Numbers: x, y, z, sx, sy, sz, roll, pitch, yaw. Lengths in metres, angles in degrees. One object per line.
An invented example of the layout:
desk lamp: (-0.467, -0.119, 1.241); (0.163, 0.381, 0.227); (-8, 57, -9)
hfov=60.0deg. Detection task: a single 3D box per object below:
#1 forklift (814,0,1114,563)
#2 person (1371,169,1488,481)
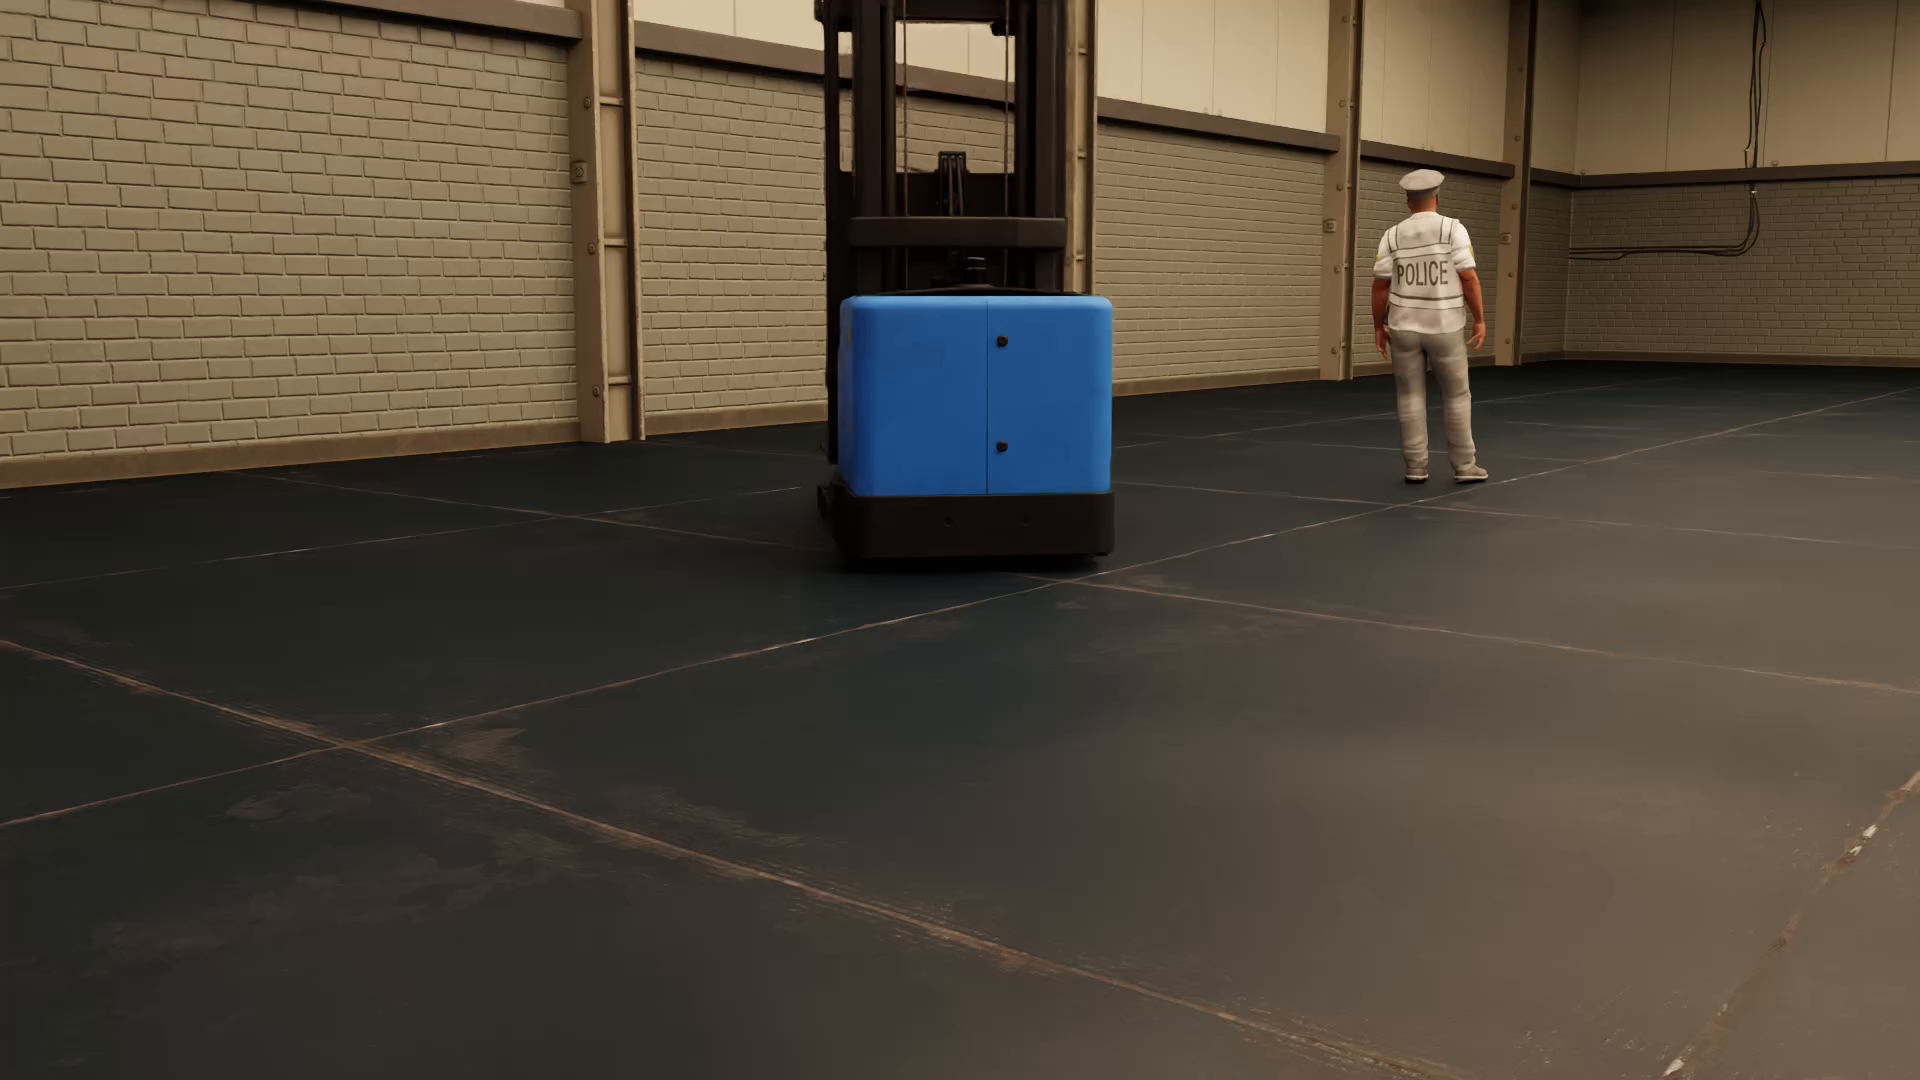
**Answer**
forklift: (-0.102, -1.533, 7.761); (1.130, 2.935, 3.031); (-1, 8, -8)
person: (2.721, -1.230, 9.604); (0.640, 1.781, 0.576); (4, 9, 28)
